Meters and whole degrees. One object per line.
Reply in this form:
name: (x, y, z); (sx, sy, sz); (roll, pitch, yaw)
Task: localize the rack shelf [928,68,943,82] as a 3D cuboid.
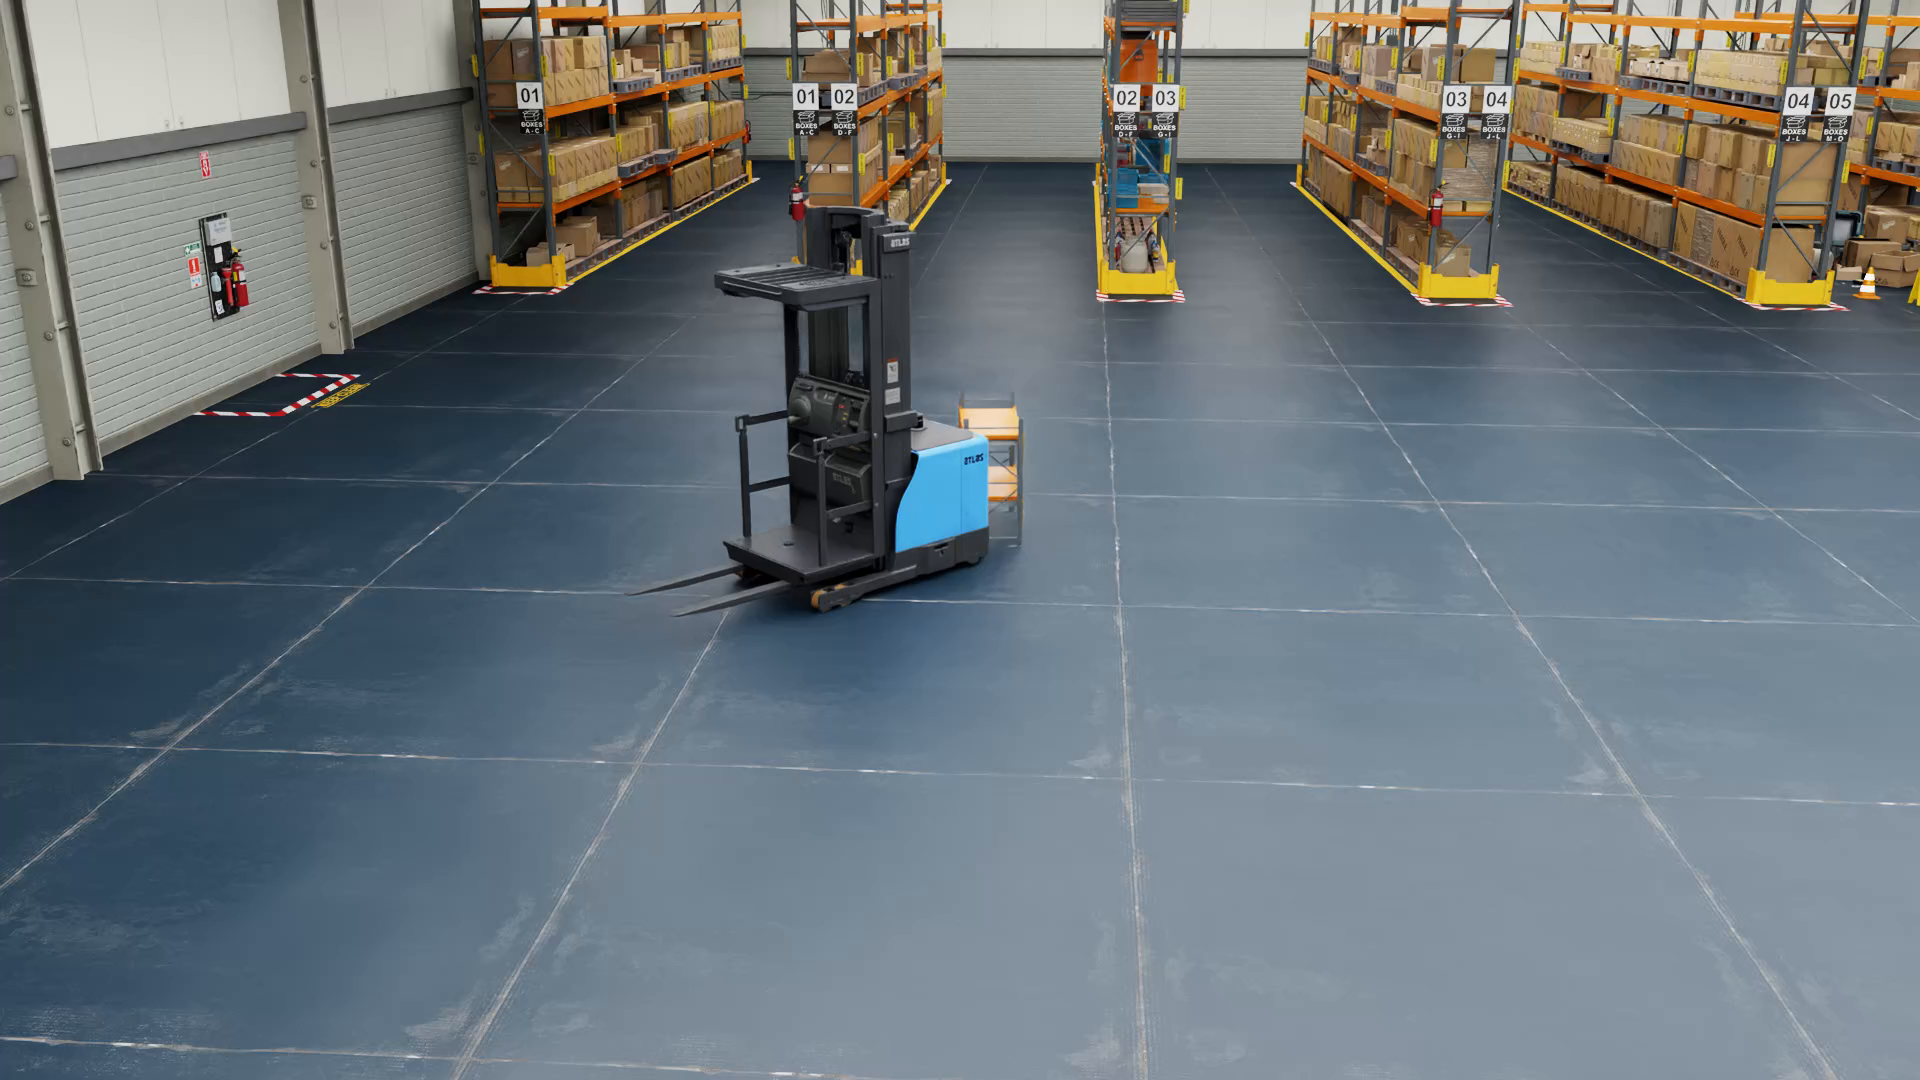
rack shelf: (-1.087, -10.887, 39.170); (1.077, 0.370, 4.000); (1, 18, 4)

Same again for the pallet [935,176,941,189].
pallet: (-1.005, -8.828, 41.027); (1.003, 0.211, 1.213); (1, 18, 4)

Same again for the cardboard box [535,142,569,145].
cardboard box: (-7.069, -6.645, 28.891); (0.500, 0.500, 0.500); (2, 18, 5)

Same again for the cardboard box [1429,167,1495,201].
cardboard box: (7.857, -5.592, 26.034); (0.875, 0.500, 0.500); (1, 18, 4)

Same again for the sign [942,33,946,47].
sign: (-0.392, -12.252, 40.759); (0.100, 0.325, 0.005); (1, 18, 4)

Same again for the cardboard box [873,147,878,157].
cardboard box: (-1.646, -6.806, 29.175); (0.380, 0.149, 0.250); (1, 18, 2)

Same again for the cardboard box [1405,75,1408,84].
cardboard box: (7.795, -7.841, 28.318); (0.380, 0.149, 0.250); (0, 18, 1)

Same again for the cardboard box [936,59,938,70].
cardboard box: (-0.787, -11.303, 39.524); (0.500, 0.250, 0.500); (1, 18, 4)

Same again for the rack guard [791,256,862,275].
rack guard: (-2.093, -4.260, 26.622); (1.175, 0.500, 0.348); (1, 18, 4)

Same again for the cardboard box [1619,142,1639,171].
cardboard box: (12.968, -7.332, 31.821); (0.500, 0.500, 0.500); (1, 18, 3)

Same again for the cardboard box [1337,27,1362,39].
cardboard box: (8.724, -11.329, 37.162); (0.500, 0.250, 0.500); (0, 18, 0)

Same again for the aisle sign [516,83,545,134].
aisle sign: (-6.738, -6.771, 26.096); (0.394, 0.787, 0.004); (1, 18, 4)

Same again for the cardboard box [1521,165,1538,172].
cardboard box: (13.519, -8.790, 39.381); (0.380, 0.149, 0.250); (0, 18, 1)

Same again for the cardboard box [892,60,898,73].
cardboard box: (-1.494, -9.352, 32.895); (0.500, 0.250, 0.500); (0, 18, 0)

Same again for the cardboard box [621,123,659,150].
cardboard box: (-6.482, -8.160, 33.642); (0.700, 0.500, 0.500); (-1, 18, -3)

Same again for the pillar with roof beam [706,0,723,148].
pillar with roof beam: (-2.260, -14.147, 43.145); (9.100, 9.000, 0.400); (1, 18, 4)

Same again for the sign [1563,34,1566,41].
sign: (14.429, -11.888, 39.647); (0.100, 0.325, 0.005); (1, 18, 4)

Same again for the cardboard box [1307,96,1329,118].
cardboard box: (8.597, -10.331, 39.692); (0.500, 0.500, 0.500); (1, 18, 3)

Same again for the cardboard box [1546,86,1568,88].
cardboard box: (14.056, -10.419, 39.160); (0.500, 0.500, 0.500); (1, 18, 2)

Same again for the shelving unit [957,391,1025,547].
shelving unit: (0.262, -0.636, 14.558); (0.538, 1.125, 1.048); (-1, 18, -2)

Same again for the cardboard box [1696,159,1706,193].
cardboard box: (12.985, -6.119, 28.038); (0.875, 0.550, 0.550); (1, 18, 4)

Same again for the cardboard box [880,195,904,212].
cardboard box: (-1.379, -6.613, 32.629); (0.500, 0.311, 0.500); (1, 18, 4)

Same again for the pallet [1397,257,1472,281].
pallet: (7.979, -4.561, 28.004); (1.003, 0.211, 1.213); (1, 18, 4)

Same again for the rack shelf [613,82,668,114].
rack shelf: (-6.602, -8.512, 31.921); (1.077, 0.370, 4.000); (1, 18, 4)

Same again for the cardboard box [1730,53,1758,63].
cardboard box: (12.542, -7.688, 26.538); (0.380, 0.149, 0.250); (1, 18, 4)

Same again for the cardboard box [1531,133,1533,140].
cardboard box: (13.466, -9.362, 38.581); (0.380, 0.149, 0.250); (2, 18, 6)

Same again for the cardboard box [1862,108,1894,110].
cardboard box: (18.605, -8.482, 33.724); (0.500, 0.500, 0.500); (2, 18, 5)

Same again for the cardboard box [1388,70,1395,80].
cardboard box: (8.111, -8.574, 30.656); (0.380, 0.166, 0.250); (1, 18, 2)

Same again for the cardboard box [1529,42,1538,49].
cardboard box: (13.480, -11.509, 38.711); (0.380, 0.149, 0.250); (2, 18, 5)

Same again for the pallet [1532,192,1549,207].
pallet: (13.603, -7.702, 37.590); (1.003, 0.211, 1.213); (1, 18, 4)

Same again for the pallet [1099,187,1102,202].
pallet: (3.724, -7.975, 38.422); (1.003, 0.211, 1.213); (1, 18, 4)

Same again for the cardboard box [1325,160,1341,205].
cardboard box: (8.561, -7.673, 35.761); (1.225, 0.875, 0.875); (1, 18, 2)

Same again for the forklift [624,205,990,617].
forklift: (-1.182, -1.024, 12.841); (3.031, 2.935, 1.130); (-16, 24, -40)

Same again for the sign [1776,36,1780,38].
sign: (19.361, -11.773, 39.424); (0.100, 0.325, 0.005); (1, 18, 4)

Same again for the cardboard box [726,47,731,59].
cardboard box: (-5.741, -11.579, 39.531); (0.500, 0.250, 0.500); (1, 18, 2)

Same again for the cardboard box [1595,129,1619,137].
cardboard box: (12.881, -8.101, 33.103); (0.380, 0.149, 0.250); (1, 18, 2)

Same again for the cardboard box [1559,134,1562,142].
cardboard box: (13.067, -8.622, 35.649); (0.380, 0.149, 0.250); (1, 18, 4)

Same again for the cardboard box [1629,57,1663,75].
cardboard box: (13.032, -8.986, 31.521); (0.500, 0.311, 0.500); (1, 18, 4)

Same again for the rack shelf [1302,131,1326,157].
rack shelf: (8.793, -9.240, 38.959); (1.077, 0.370, 4.000); (1, 18, 4)

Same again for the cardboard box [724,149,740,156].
cardboard box: (-5.663, -9.591, 41.173); (0.380, 0.149, 0.250); (1, 18, 3)

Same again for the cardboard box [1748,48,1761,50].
cardboard box: (18.879, -11.441, 39.110); (0.500, 0.250, 0.500); (0, 18, -1)

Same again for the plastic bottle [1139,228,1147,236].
plastic bottle: (3.234, -5.333, 29.429); (0.144, 0.351, 0.185); (1, 18, 4)

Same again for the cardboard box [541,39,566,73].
cardboard box: (-6.676, -7.791, 26.768); (0.500, 0.500, 0.500); (1, 18, 3)

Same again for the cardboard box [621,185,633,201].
cardboard box: (-6.647, -6.712, 32.194); (0.500, 0.250, 0.500); (1, 18, 2)

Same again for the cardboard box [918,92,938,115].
cardboard box: (-0.806, -10.326, 39.351); (0.500, 0.500, 0.500); (2, 18, 6)

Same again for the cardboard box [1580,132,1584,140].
cardboard box: (12.957, -8.281, 34.128); (0.380, 0.149, 0.250); (1, 18, 4)

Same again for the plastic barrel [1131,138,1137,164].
plastic barrel: (3.692, -7.742, 33.015); (0.600, 0.536, 0.708); (1, 18, 4)

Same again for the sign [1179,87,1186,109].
sign: (3.398, -6.760, 25.404); (0.100, 0.325, 0.005); (1, 18, 4)

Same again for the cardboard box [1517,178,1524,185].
cardboard box: (13.444, -8.512, 39.488); (0.380, 0.149, 0.250); (2, 18, 5)

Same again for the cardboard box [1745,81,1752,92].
cardboard box: (12.488, -7.071, 25.938); (0.380, 0.149, 0.250); (1, 18, 3)

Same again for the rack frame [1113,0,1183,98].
rack frame: (2.849, -8.195, 24.980); (1.000, 3.000, 0.127); (1, 18, 4)

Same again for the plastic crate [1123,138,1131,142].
plastic crate: (3.886, -9.115, 37.751); (0.396, 0.136, 0.243); (1, 18, 4)

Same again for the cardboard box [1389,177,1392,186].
cardboard box: (7.761, -6.296, 29.224); (0.380, 0.149, 0.250); (1, 18, 4)

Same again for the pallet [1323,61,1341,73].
pallet: (8.719, -10.597, 37.272); (1.003, 0.211, 1.213); (1, 18, 4)

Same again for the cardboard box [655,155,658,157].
cardboard box: (-6.204, -8.037, 34.504); (0.380, 0.149, 0.250); (1, 18, 3)

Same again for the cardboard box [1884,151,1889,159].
cardboard box: (17.985, -7.393, 31.897); (0.380, 0.149, 0.250); (0, 18, 1)

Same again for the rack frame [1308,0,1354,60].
rack frame: (8.937, -13.053, 39.808); (1.000, 3.000, 0.127); (1, 18, 4)
